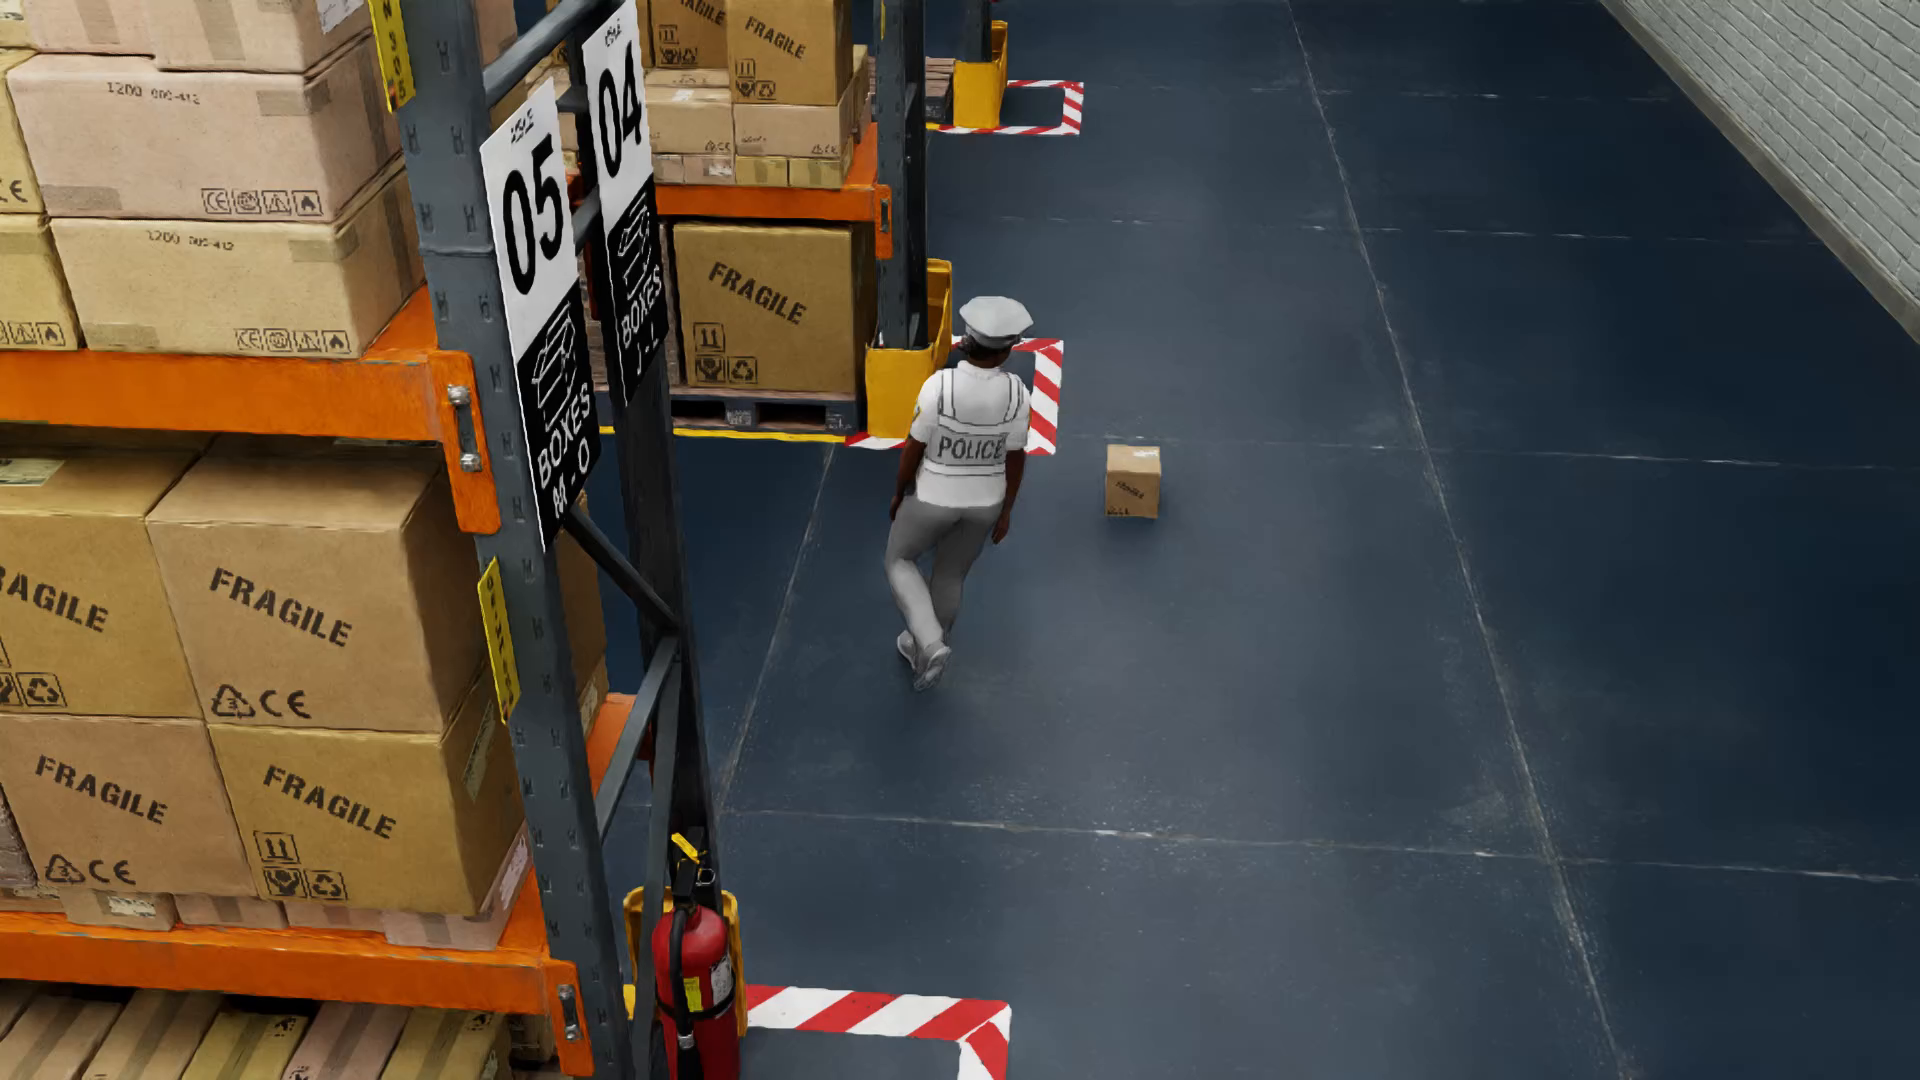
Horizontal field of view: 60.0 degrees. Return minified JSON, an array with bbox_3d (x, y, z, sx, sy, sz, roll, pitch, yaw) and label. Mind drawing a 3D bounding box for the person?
[{"bbox_3d":[-0.008,-0.141,6.389,0.533,1.631,0.593,-9,33,-14],"label":"person"}]
